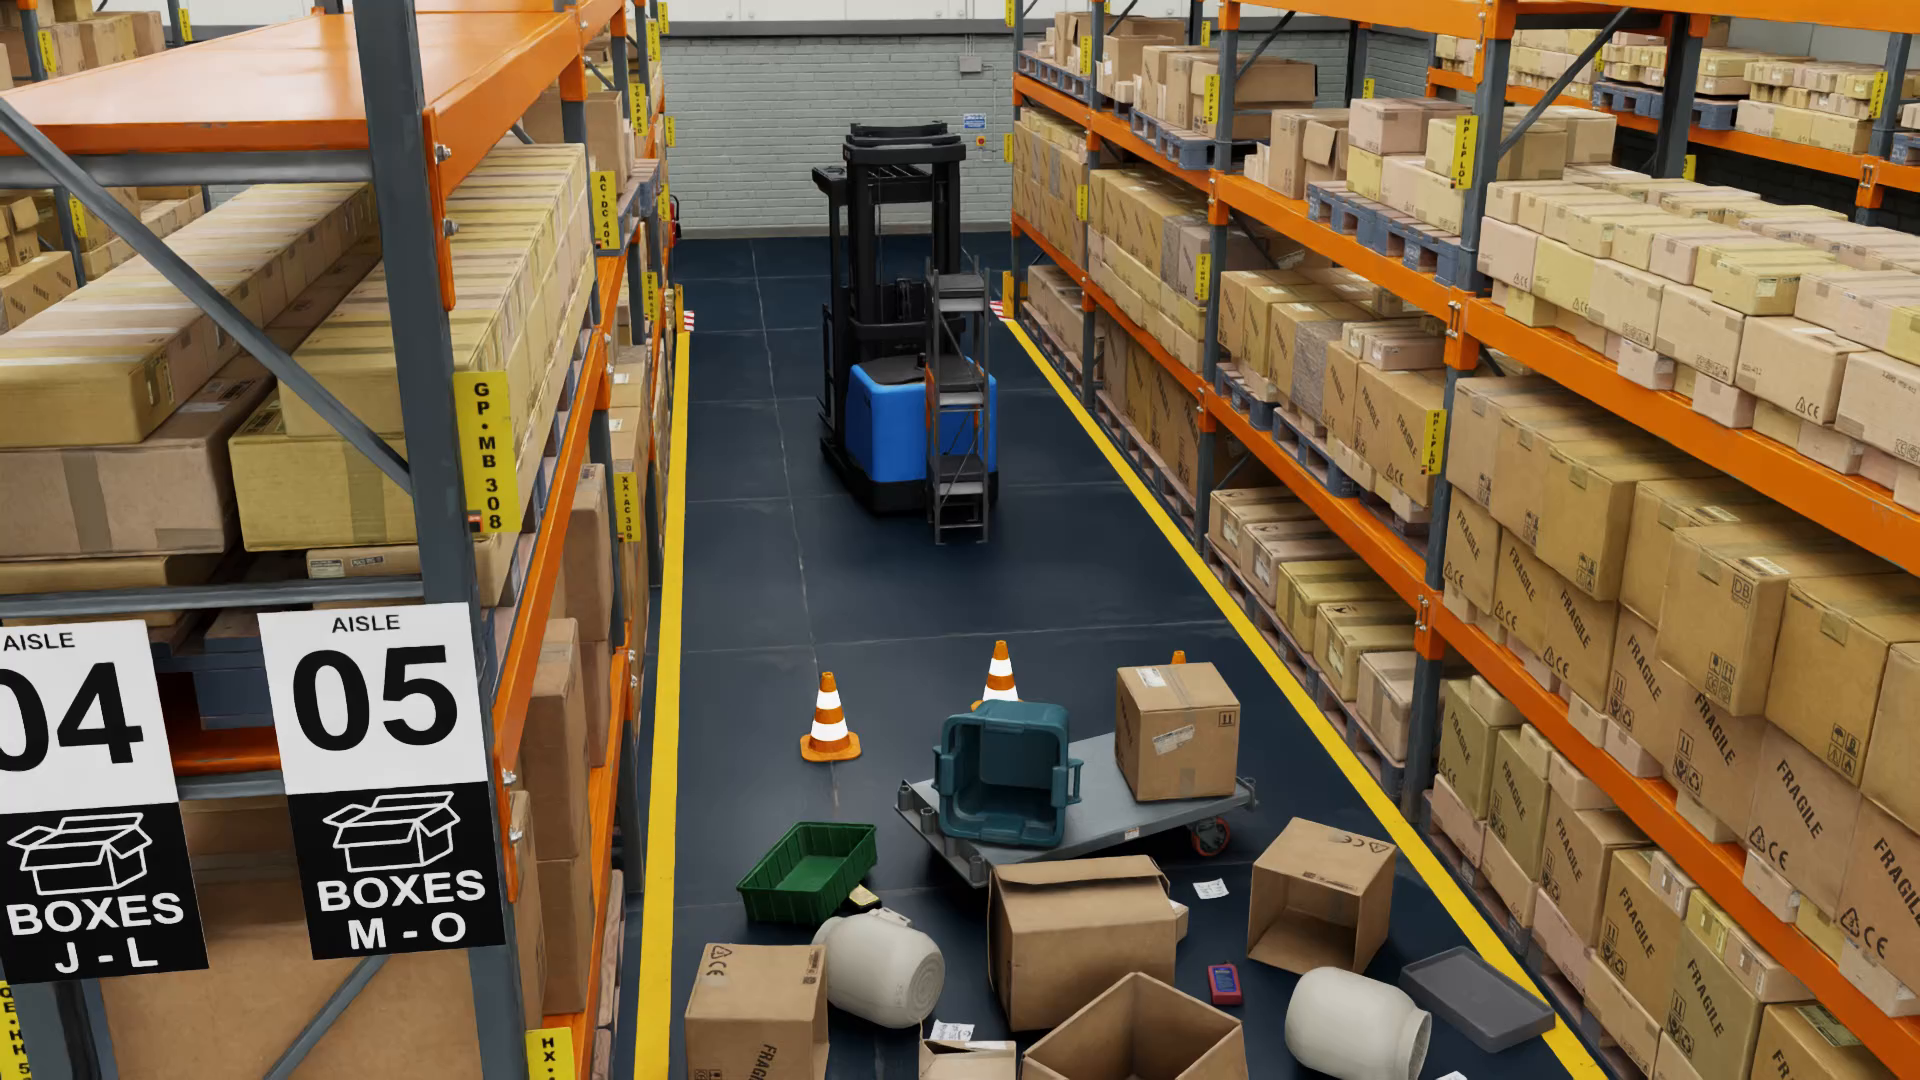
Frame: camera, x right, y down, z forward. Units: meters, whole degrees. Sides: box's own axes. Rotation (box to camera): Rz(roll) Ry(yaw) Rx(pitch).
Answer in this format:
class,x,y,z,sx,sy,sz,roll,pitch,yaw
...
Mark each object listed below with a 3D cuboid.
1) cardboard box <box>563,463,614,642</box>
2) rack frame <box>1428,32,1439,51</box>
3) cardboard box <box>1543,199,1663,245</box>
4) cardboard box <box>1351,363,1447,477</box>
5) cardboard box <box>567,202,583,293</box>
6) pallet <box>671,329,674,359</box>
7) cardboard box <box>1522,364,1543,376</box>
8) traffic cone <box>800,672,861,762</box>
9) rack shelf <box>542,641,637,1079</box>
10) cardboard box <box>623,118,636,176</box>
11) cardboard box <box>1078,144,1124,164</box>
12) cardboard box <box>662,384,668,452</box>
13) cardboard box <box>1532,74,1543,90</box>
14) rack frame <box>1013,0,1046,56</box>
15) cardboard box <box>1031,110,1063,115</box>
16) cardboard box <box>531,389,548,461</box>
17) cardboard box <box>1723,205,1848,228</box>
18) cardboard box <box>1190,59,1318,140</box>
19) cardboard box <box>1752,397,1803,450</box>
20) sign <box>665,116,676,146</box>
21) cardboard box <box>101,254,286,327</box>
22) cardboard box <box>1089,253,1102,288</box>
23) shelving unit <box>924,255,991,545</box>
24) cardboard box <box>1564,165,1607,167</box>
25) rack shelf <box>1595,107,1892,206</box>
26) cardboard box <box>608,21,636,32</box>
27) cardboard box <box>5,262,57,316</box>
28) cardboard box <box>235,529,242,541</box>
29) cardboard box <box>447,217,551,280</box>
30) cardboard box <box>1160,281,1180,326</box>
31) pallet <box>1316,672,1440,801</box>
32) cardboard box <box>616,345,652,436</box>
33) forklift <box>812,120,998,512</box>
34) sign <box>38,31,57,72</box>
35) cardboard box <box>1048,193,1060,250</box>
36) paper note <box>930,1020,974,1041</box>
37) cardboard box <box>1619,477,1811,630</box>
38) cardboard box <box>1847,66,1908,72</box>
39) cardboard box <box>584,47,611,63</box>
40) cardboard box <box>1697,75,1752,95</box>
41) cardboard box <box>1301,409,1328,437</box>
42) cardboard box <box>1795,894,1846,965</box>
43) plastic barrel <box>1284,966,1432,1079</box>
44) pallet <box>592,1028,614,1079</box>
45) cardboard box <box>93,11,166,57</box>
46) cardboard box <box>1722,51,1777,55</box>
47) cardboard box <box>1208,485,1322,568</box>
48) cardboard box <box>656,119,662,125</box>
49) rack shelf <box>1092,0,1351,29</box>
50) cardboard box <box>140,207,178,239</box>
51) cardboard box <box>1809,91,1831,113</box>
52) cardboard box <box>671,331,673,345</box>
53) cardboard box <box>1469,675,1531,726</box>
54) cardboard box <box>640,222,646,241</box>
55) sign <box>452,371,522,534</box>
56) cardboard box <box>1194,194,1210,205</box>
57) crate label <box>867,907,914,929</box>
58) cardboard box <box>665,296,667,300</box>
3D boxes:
class,x,y,z,sx,sy,sz,roll,pitch,yaw
cardboard box,-1.830,0.063,6.504,0.875,0.550,0.550,-3,21,-8
rack frame,6.022,-7.177,19.070,1.000,3.000,0.127,-3,21,-8
cardboard box,2.658,-1.315,6.882,0.380,0.149,0.250,-4,21,-10
cardboard box,2.474,-0.663,9.036,0.500,0.500,0.500,-3,21,-7
cardboard box,-1.646,-1.061,6.028,0.500,0.250,0.500,-3,21,-8
pallet,-3.680,-2.214,18.344,1.003,0.211,1.213,-3,21,-8
cardboard box,3.122,-0.827,8.549,0.380,0.149,0.250,-3,21,-8
traffic cone,-0.743,0.973,9.451,0.336,0.463,0.334,-3,21,-8
rack shelf,-1.755,1.354,5.832,1.077,0.370,4.000,-3,21,-8
cardboard box,-2.173,-2.321,9.739,0.500,0.311,0.500,-3,21,-8
cardboard box,1.328,-3.640,15.675,0.380,0.149,0.250,-3,21,-9
cardboard box,-2.767,-1.050,14.212,0.500,0.500,0.500,-3,21,-9
cardboard box,6.151,-4.736,17.182,0.380,0.149,0.250,-2,21,-6
rack frame,1.110,-6.925,18.396,1.000,3.000,0.127,-3,21,-8
cardboard box,0.996,-4.710,18.540,0.380,0.149,0.250,-2,21,-6
cardboard box,-1.345,-0.306,4.577,0.380,0.149,0.250,-3,21,-8
cardboard box,3.331,-1.258,6.730,0.380,0.149,0.250,-2,21,-6
cardboard box,2.060,-3.118,11.743,0.797,0.503,0.637,-4,21,-11
cardboard box,2.932,-0.417,5.617,0.380,0.149,0.250,-3,21,-9
sign,-3.221,-4.542,18.482,0.100,0.325,0.005,-3,21,-8
cardboard box,-1.996,-0.646,4.348,0.380,0.149,0.250,-3,21,-8
cardboard box,1.489,-2.494,15.321,0.500,0.250,0.500,-3,21,-9
shelving unit,-0.024,-1.041,12.502,0.431,2.100,0.503,-3,21,-8
cardboard box,3.079,-1.890,8.816,0.500,0.250,0.500,-3,21,-8
rack shelf,6.886,-3.357,14.159,1.077,0.370,4.000,-3,21,-8
cardboard box,-3.458,-5.307,17.280,0.380,0.149,0.250,-4,21,-9
cardboard box,-7.717,-1.957,13.526,0.500,0.500,0.500,-2,21,-6
cardboard box,-1.924,-0.096,4.014,0.380,0.149,0.250,-3,21,-7
cardboard box,-1.420,-0.855,4.909,0.380,0.149,0.250,-3,21,-7
cardboard box,1.865,-1.841,12.858,0.500,0.250,0.500,-3,21,-9
pallet,2.726,1.077,9.531,1.003,0.211,1.213,-3,21,-8
cardboard box,-2.290,-0.965,10.869,0.500,0.500,0.500,-3,21,-8
forklift,-0.604,-2.079,14.093,1.130,2.935,3.031,-6,21,-16
sign,-7.584,-4.056,13.812,0.100,0.325,0.005,-3,21,-8
cardboard box,1.200,-3.276,17.056,0.500,0.500,0.500,-3,21,-9
paper note,-0.037,2.097,7.069,0.172,0.023,0.155,4,21,11
cardboard box,2.952,0.078,6.224,0.700,0.500,0.500,-3,21,-8
cardboard box,7.265,-3.664,13.172,0.380,0.149,0.250,-2,21,-6
cardboard box,-3.104,-3.554,12.910,0.797,0.503,0.637,-3,21,-8
cardboard box,6.495,-3.858,14.088,0.380,0.149,0.250,-2,21,-7
cardboard box,2.311,-0.740,10.169,0.380,0.149,0.250,-2,21,-6
cardboard box,2.989,1.252,5.436,0.380,0.149,0.250,-3,21,-9
plastic barrel,1.621,1.993,6.775,0.512,0.421,0.421,12,24,30
pallet,-1.832,2.322,6.199,1.003,0.211,1.213,-3,21,-8
cardboard box,-8.568,-5.133,17.000,0.700,0.500,0.500,-4,21,-11
cardboard box,6.901,-4.197,14.570,0.380,0.149,0.250,-4,21,-9
cardboard box,2.335,-0.115,11.891,0.950,0.372,0.625,-4,21,-11
cardboard box,-3.388,-4.163,17.579,0.500,0.500,0.500,-4,21,-10
rack shelf,1.975,-4.323,13.030,1.077,0.370,4.000,-3,21,-8
cardboard box,-8.218,-3.178,16.727,0.500,0.250,0.500,-4,21,-10
cardboard box,6.855,-3.412,12.922,0.380,0.149,0.250,-2,21,-7
cardboard box,-3.254,-2.170,17.713,0.380,0.149,0.250,-4,21,-10
cardboard box,2.617,0.740,7.778,0.380,0.149,0.250,-3,21,-7
cardboard box,-2.946,-2.674,14.497,0.380,0.149,0.250,-2,21,-5
sign,-0.917,-0.168,3.230,0.100,0.325,0.005,-3,21,-8
cardboard box,2.225,-2.569,13.736,0.500,0.500,0.500,-3,21,-7
crate label,-0.362,1.816,7.657,0.250,0.136,0.298,17,27,39
cardboard box,-3.329,-2.534,17.836,0.380,0.149,0.250,-4,21,-10
